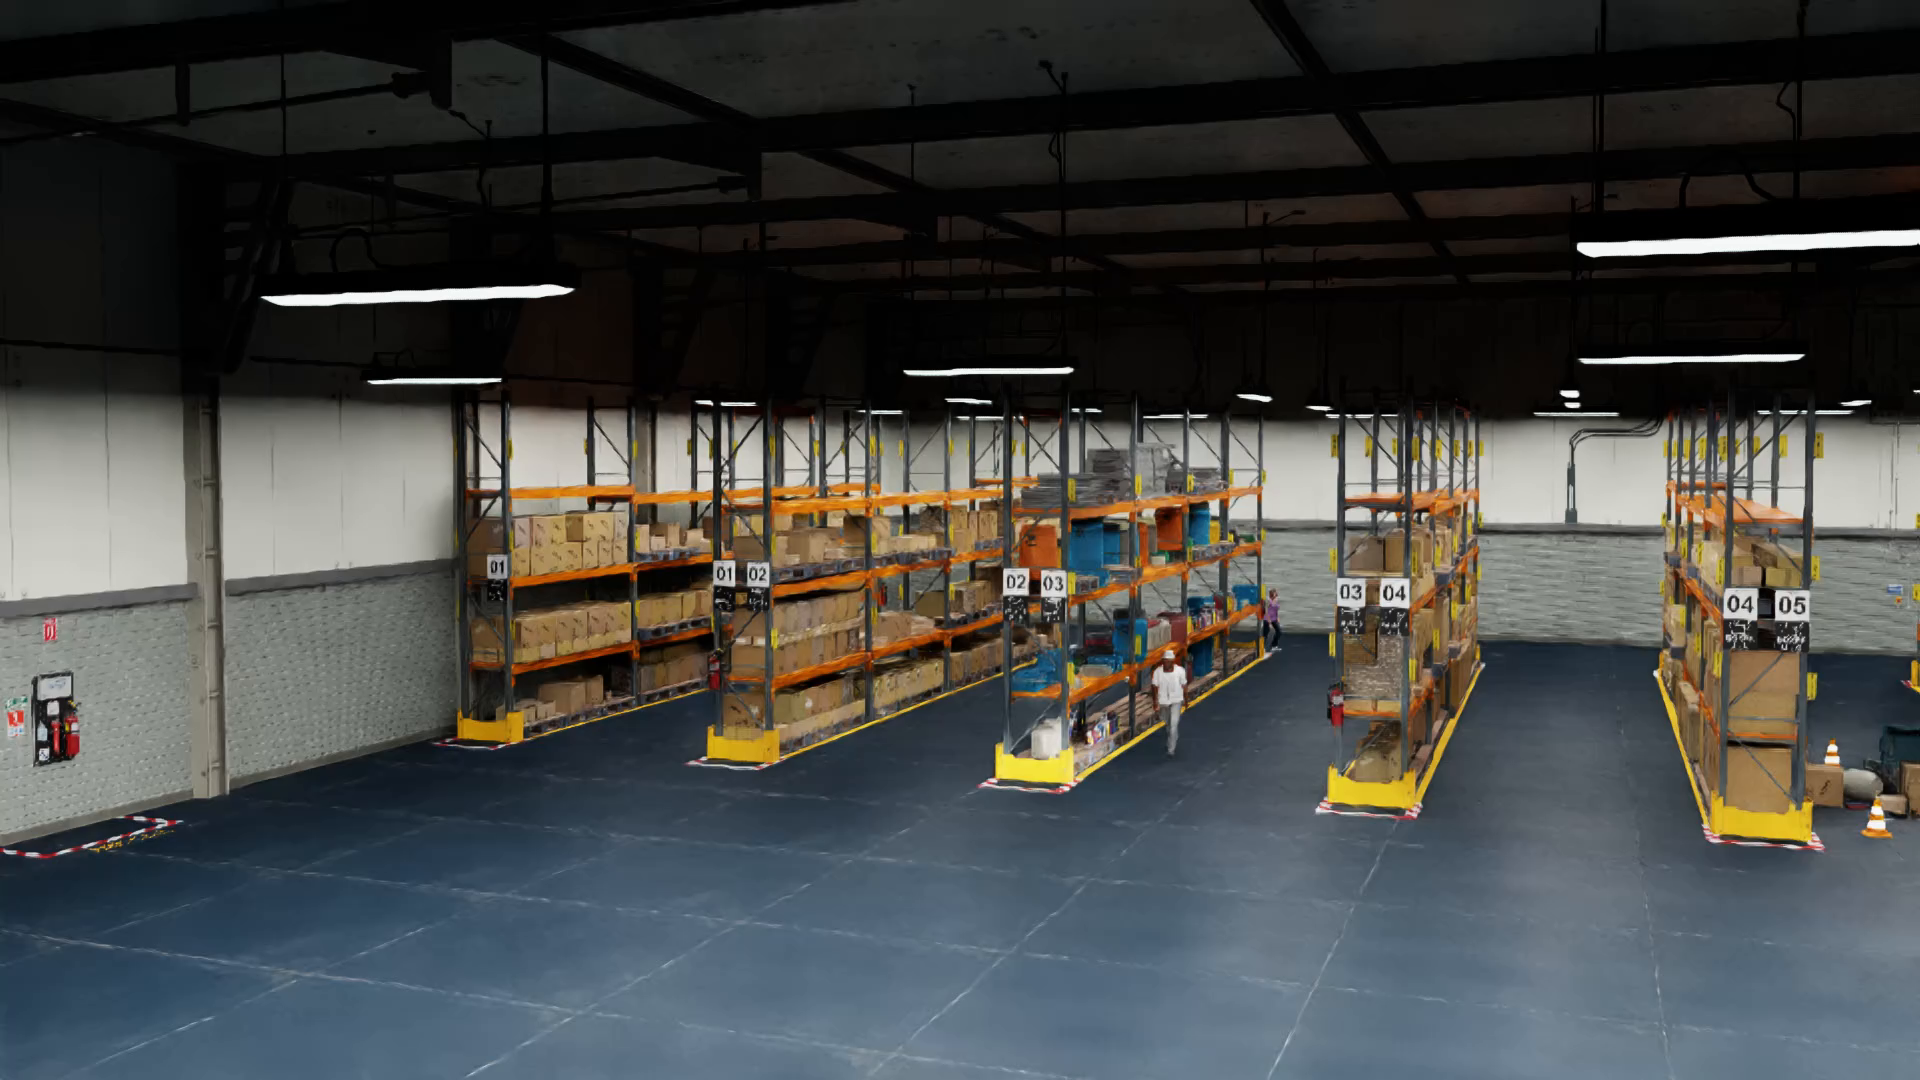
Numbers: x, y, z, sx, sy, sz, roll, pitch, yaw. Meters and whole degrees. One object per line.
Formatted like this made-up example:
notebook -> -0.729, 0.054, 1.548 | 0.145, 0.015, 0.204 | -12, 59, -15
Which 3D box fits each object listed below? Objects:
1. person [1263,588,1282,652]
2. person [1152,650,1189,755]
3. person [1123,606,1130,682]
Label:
person -> 7.643, 1.968, 40.875 | 0.547, 1.562, 0.498 | -2, 4, -30
person -> 3.431, 2.639, 27.353 | 0.577, 1.691, 1.121 | 1, 3, 22
person -> 3.637, 2.224, 35.749 | 0.521, 1.592, 0.527 | -3, 4, -44
